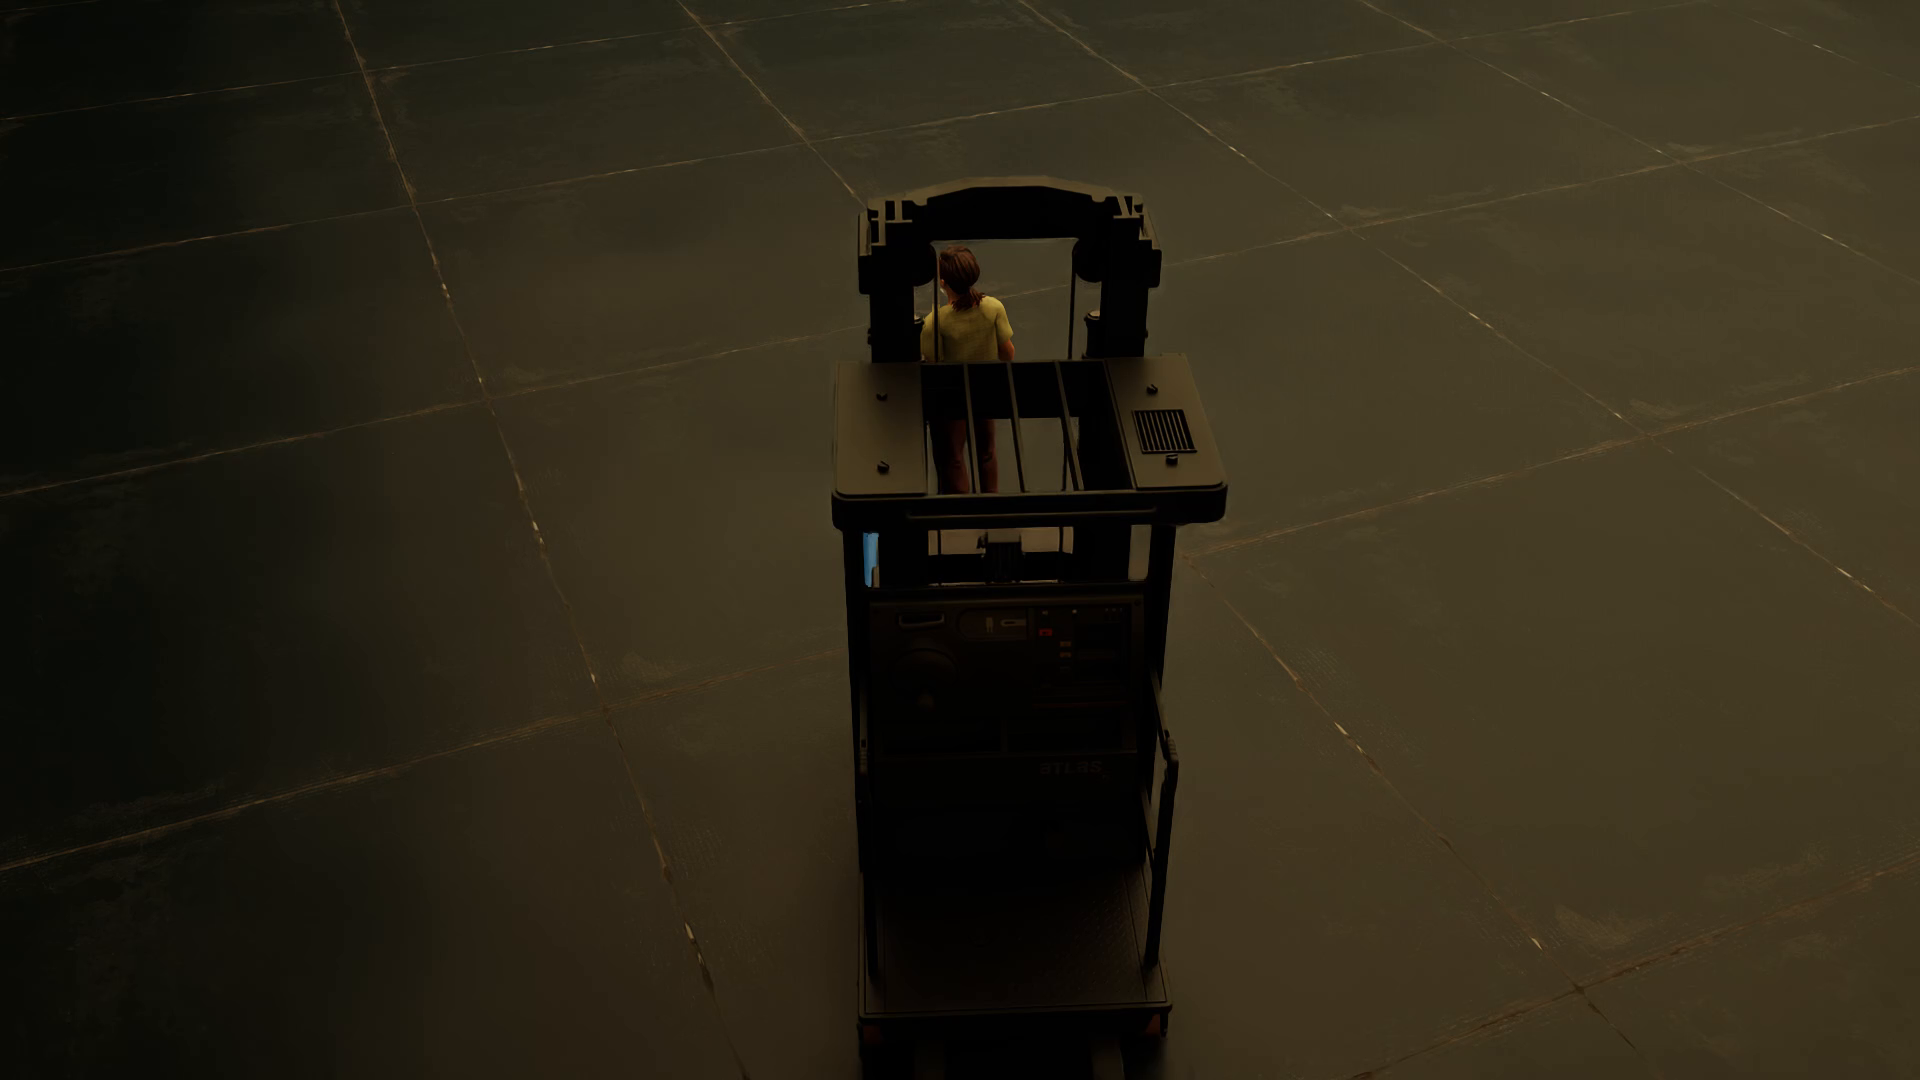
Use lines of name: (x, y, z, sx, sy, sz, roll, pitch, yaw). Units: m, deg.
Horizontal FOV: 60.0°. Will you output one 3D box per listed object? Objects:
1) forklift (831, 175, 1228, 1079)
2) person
forklift: (0.173, 0.448, 5.469, 1.130, 2.935, 3.031, -2, 35, -2)
person: (-0.018, -0.731, 8.197, 0.553, 1.673, 0.548, -14, 38, -19)
